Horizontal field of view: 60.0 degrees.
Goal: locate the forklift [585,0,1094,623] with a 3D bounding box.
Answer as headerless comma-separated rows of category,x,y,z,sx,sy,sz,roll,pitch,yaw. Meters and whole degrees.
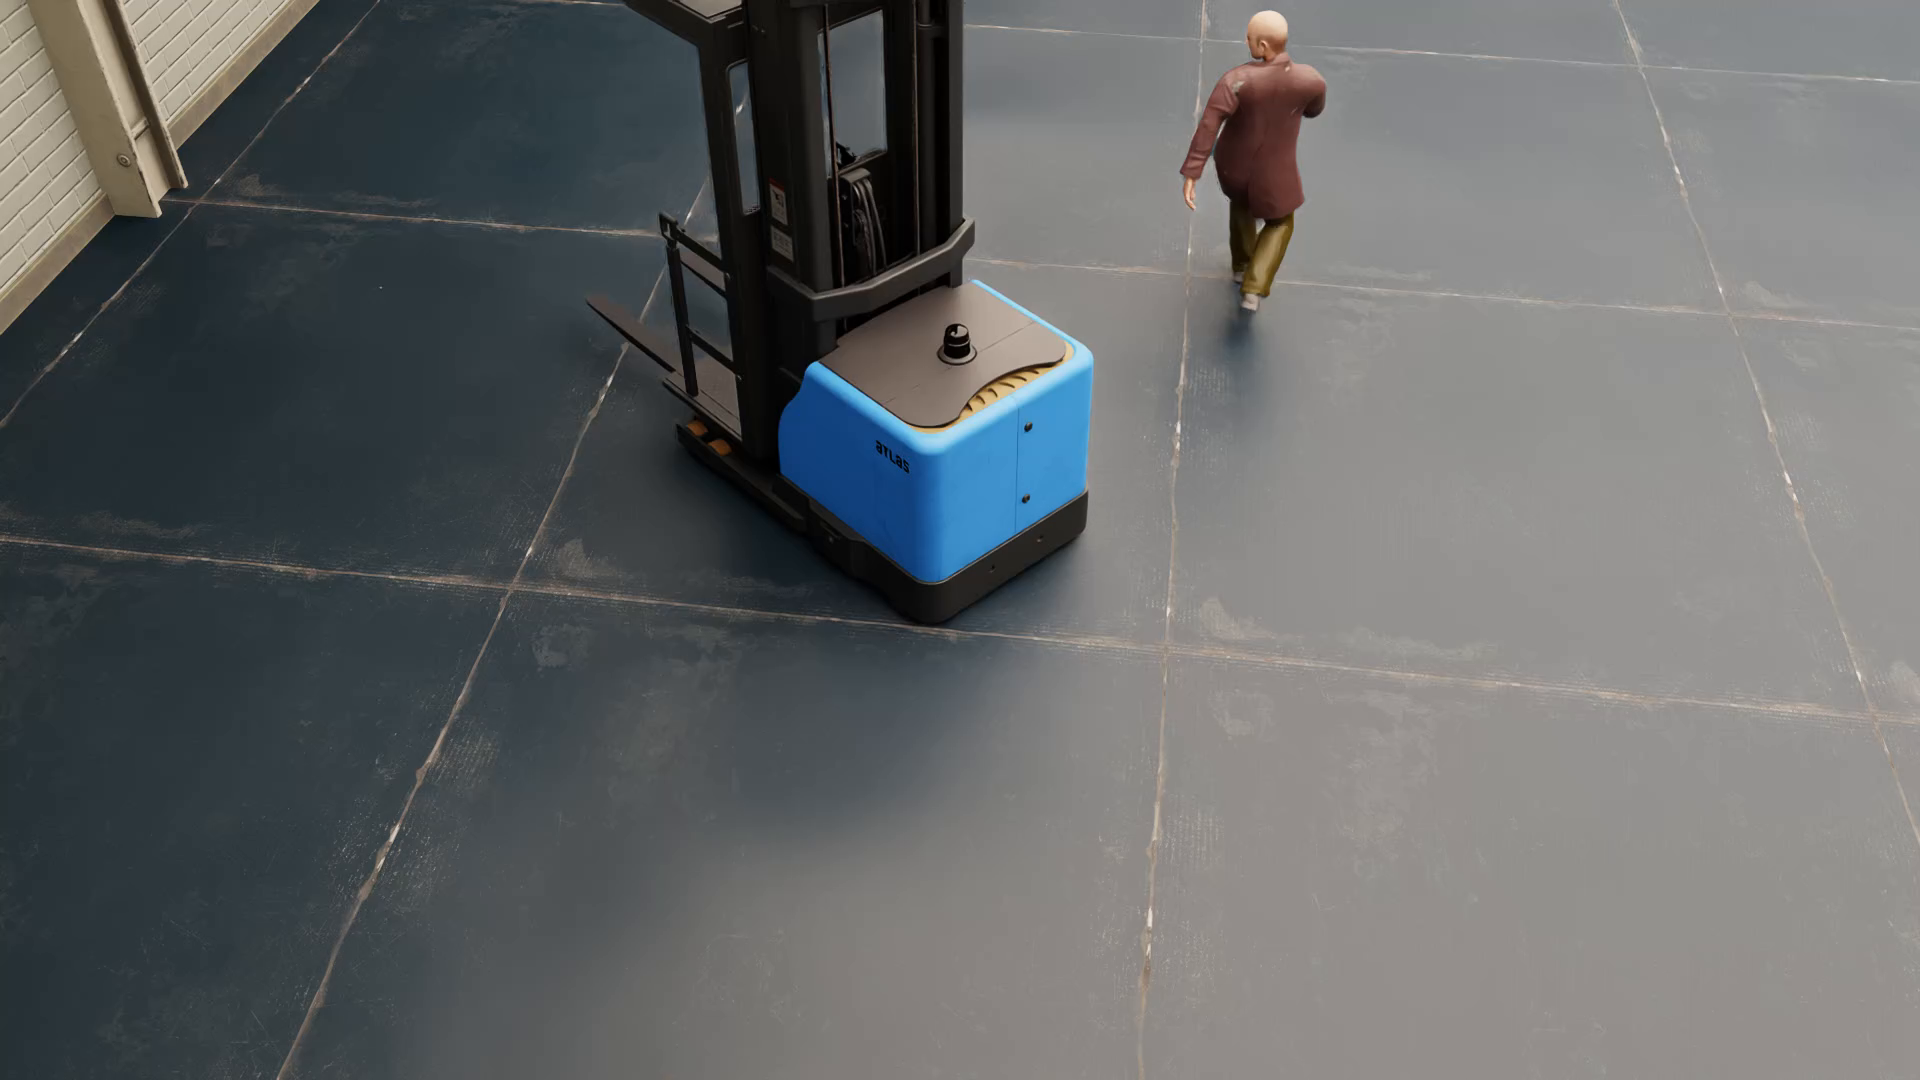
forklift,-0.765,-1.624,7.492,1.130,2.935,3.031,-32,51,-30

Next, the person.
person,1.557,-2.018,8.856,0.646,1.695,0.890,12,44,13
